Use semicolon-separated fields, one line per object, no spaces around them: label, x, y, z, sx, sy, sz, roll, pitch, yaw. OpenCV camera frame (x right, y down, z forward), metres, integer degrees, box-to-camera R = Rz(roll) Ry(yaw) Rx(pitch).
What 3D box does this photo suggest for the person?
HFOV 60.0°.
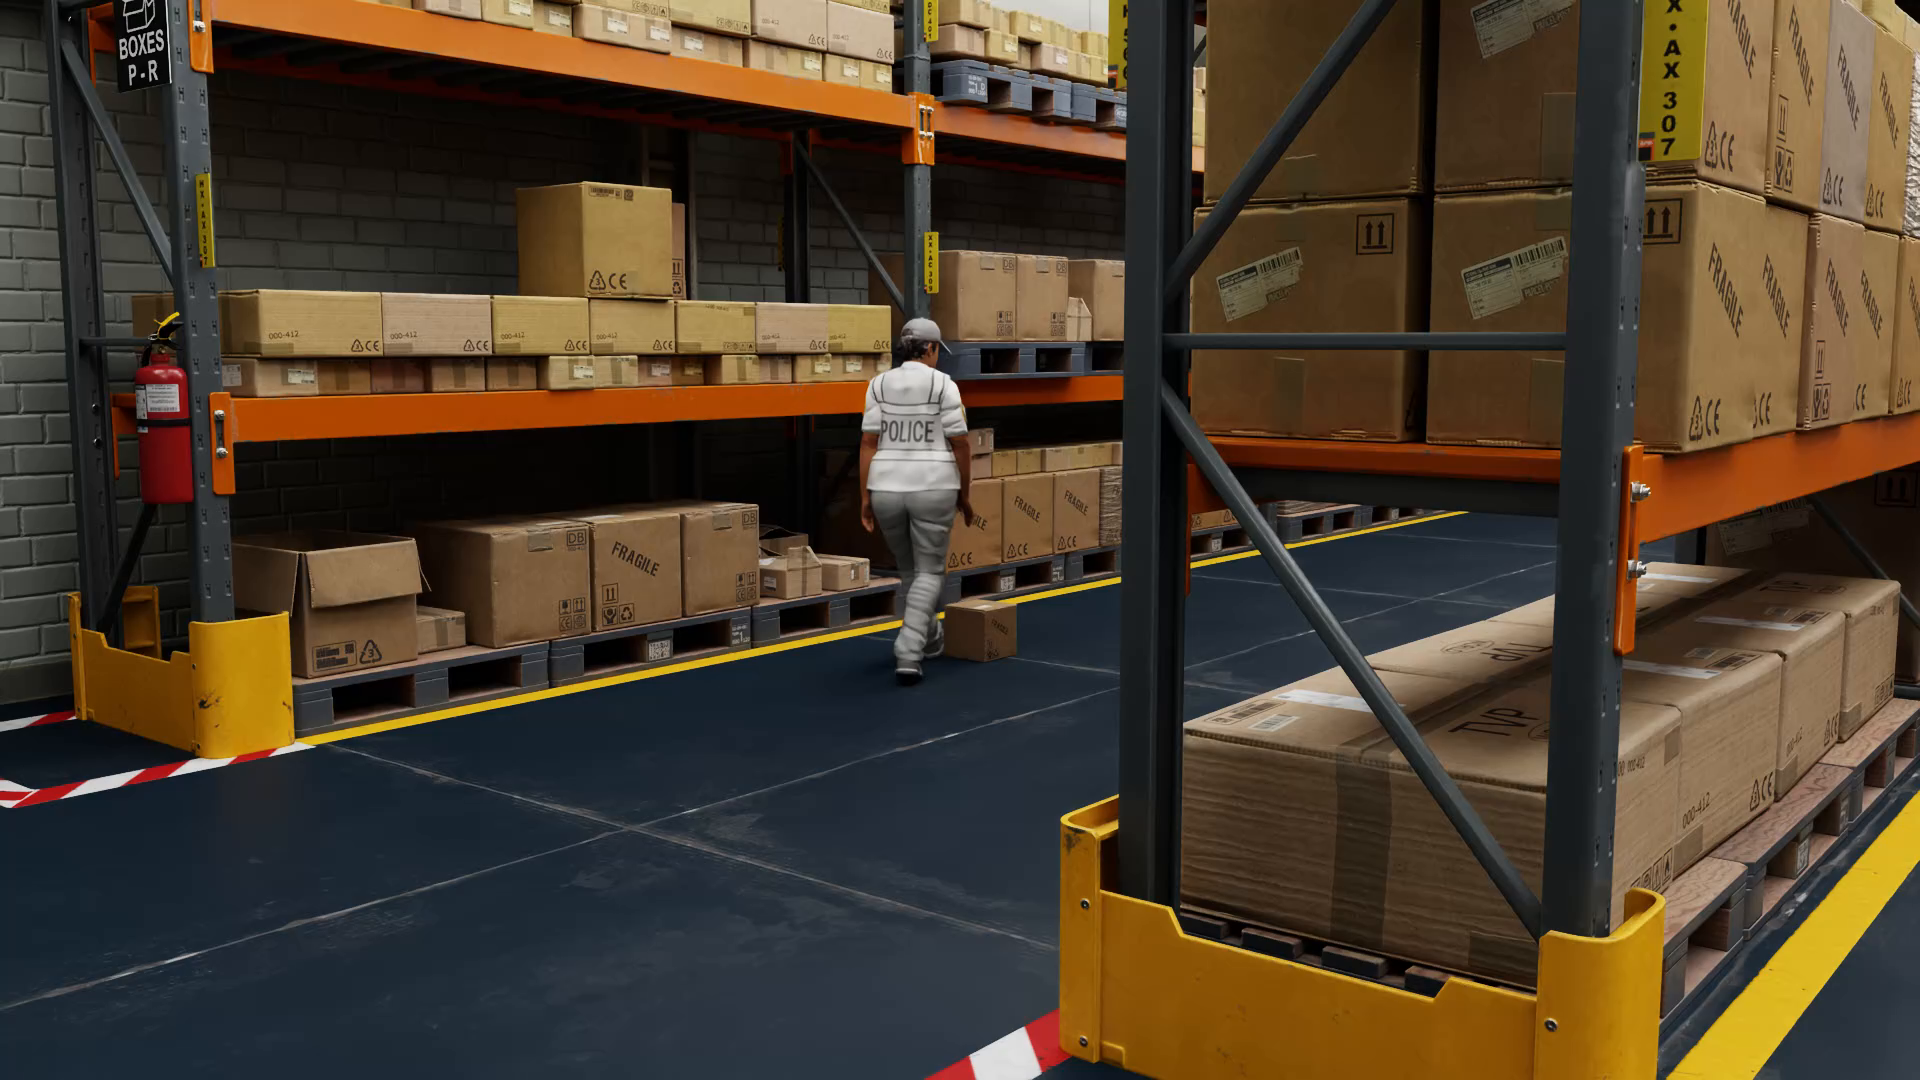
person;-0.169;-0.212;7.658;0.502;1.611;0.913;3;7;20
